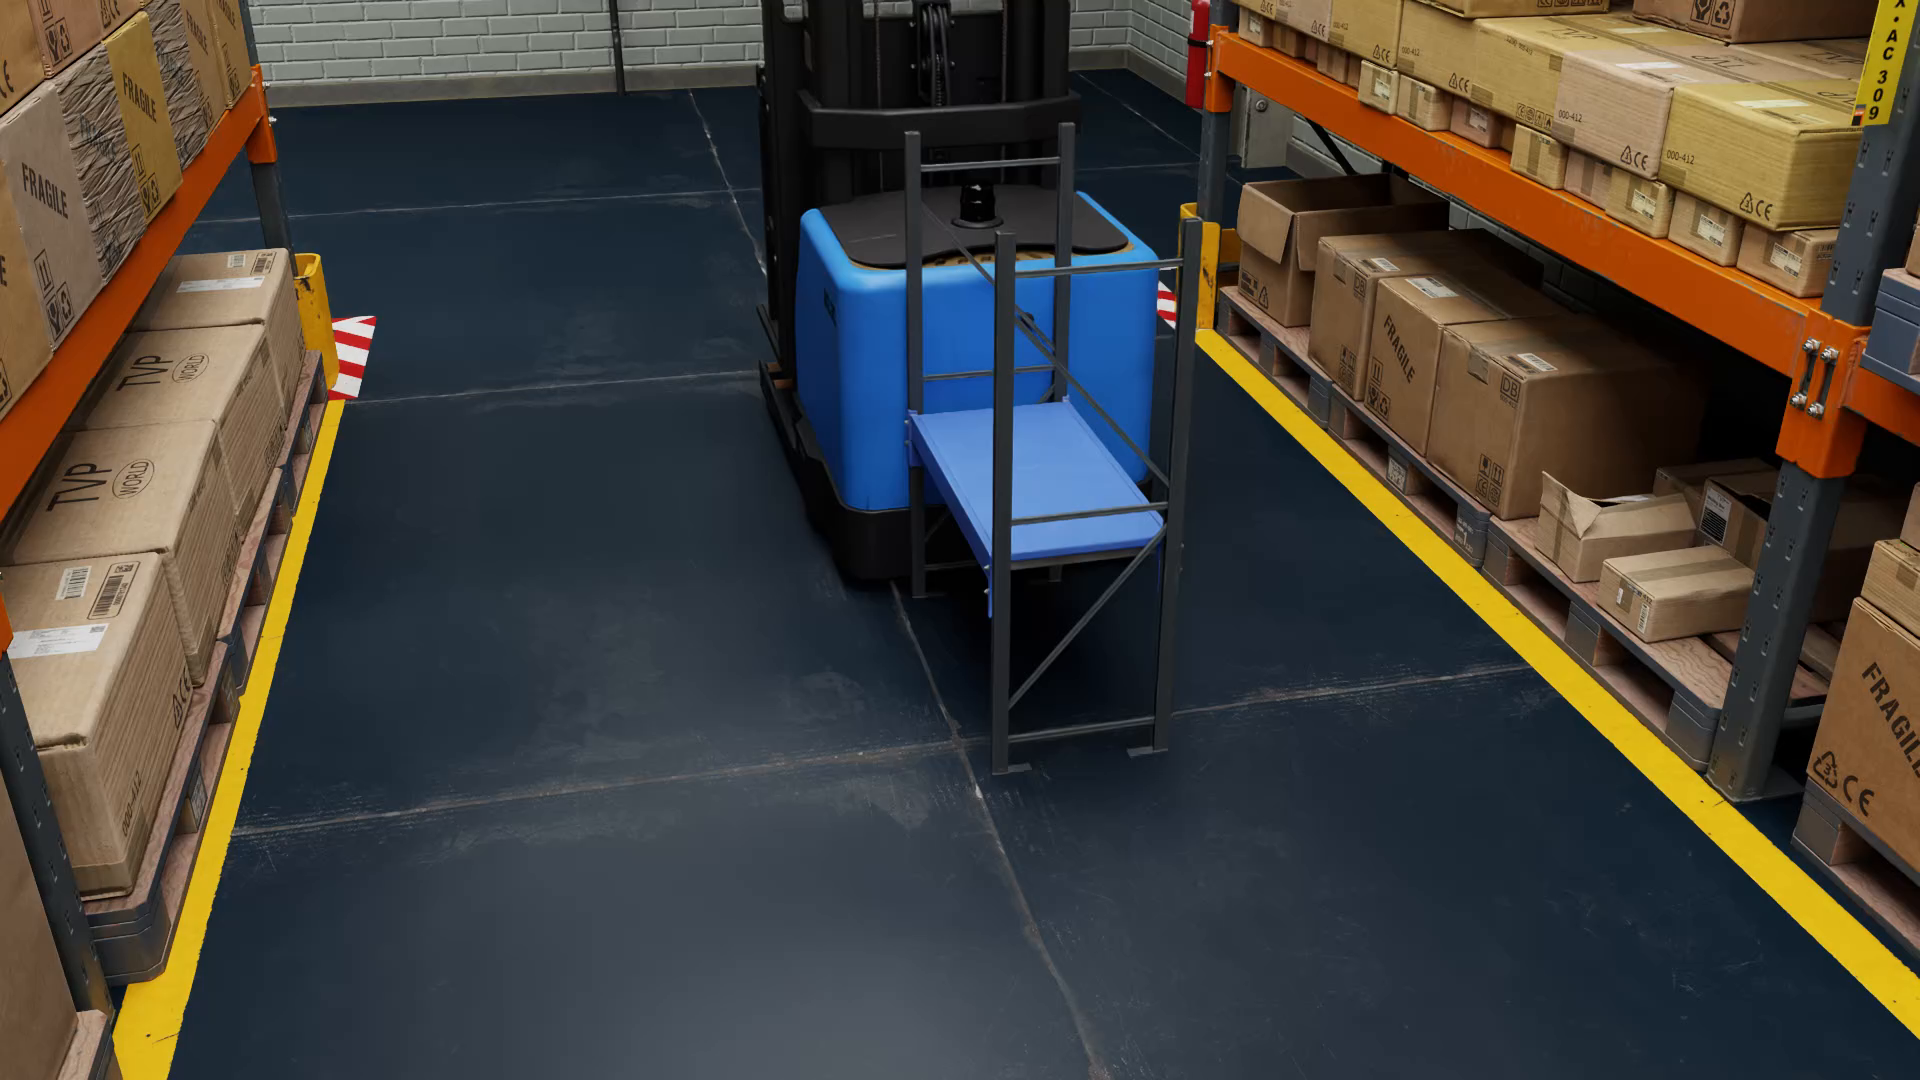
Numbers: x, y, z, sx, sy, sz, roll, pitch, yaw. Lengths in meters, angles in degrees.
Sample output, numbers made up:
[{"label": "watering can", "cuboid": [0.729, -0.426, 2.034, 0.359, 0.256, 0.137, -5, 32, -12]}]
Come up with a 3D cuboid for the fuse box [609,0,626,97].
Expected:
[{"label": "fuse box", "cuboid": [-2.450, -4.015, 11.806, 0.539, 1.711, 0.414, -6, 27, -12]}]

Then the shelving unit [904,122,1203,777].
[{"label": "shelving unit", "cuboid": [0.207, -0.286, 4.651, 0.538, 1.500, 1.048, -6, 27, -12]}]

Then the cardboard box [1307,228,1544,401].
[{"label": "cardboard box", "cuboid": [1.799, -0.888, 6.488, 0.700, 0.500, 0.500, -5, 27, -9]}]

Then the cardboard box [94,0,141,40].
[{"label": "cardboard box", "cuboid": [-2.529, -1.607, 4.384, 0.500, 0.500, 0.500, -6, 27, -12]}]

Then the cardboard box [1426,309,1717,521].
[{"label": "cardboard box", "cuboid": [2.033, -0.432, 5.585, 0.700, 0.500, 0.500, -7, 28, -14]}]

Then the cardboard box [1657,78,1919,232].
[{"label": "cardboard box", "cuboid": [2.148, -0.982, 4.204, 0.500, 0.250, 0.500, -5, 27, -10]}]

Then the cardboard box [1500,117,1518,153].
[{"label": "cardboard box", "cuboid": [1.954, -1.296, 5.267, 0.380, 0.149, 0.250, -6, 27, -11]}]

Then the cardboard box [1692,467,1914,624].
[{"label": "cardboard box", "cuboid": [2.582, -0.019, 4.976, 0.500, 0.311, 0.500, -5, 27, -10]}]

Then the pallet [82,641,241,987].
[{"label": "pallet", "cuboid": [-2.430, 0.691, 4.147, 1.003, 0.211, 1.213, -6, 27, -12]}]

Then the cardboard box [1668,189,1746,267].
[{"label": "cardboard box", "cuboid": [2.103, -0.832, 4.348, 0.380, 0.149, 0.250, -5, 27, -10]}]

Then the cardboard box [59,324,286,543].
[{"label": "cardboard box", "cuboid": [-2.776, -0.331, 5.455, 0.875, 0.438, 0.875, -5, 27, -10]}]

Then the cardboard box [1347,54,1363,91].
[{"label": "cardboard box", "cuboid": [1.664, -1.737, 6.142, 0.380, 0.149, 0.250, -6, 27, -11]}]

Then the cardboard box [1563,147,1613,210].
[{"label": "cardboard box", "cuboid": [1.988, -1.062, 4.803, 0.380, 0.149, 0.250, -5, 27, -10]}]

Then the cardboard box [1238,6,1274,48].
[{"label": "cardboard box", "cuboid": [1.406, -2.189, 7.038, 0.380, 0.149, 0.250, -6, 27, -12]}]

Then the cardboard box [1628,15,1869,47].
[{"label": "cardboard box", "cuboid": [2.418, -1.475, 5.179, 0.500, 0.250, 0.500, -5, 27, -10]}]

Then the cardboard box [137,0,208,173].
[{"label": "cardboard box", "cuboid": [-2.646, -1.381, 5.046, 0.500, 0.500, 0.500, -5, 27, -10]}]

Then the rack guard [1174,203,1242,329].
[{"label": "rack guard", "cuboid": [1.616, -1.324, 7.819, 1.175, 0.500, 0.348, -6, 27, -12]}]

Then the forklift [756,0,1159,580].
[{"label": "forklift", "cuboid": [-0.208, -1.825, 6.113, 1.130, 2.935, 3.031, -6, 27, -12]}]

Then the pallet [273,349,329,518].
[{"label": "pallet", "cuboid": [-2.980, -0.380, 6.269, 1.003, 0.211, 1.213, -6, 27, -12]}]

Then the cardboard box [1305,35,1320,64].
[{"label": "cardboard box", "cuboid": [1.601, -1.971, 6.604, 0.380, 0.149, 0.250, -6, 27, -12]}]

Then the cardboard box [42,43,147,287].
[{"label": "cardboard box", "cuboid": [-2.401, -0.930, 4.152, 0.500, 0.500, 0.500, -6, 27, -11]}]

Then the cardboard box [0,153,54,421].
[{"label": "cardboard box", "cuboid": [-2.185, -0.489, 3.280, 0.500, 0.500, 0.500, -5, 27, -10]}]

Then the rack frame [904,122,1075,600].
[{"label": "rack frame", "cuboid": [0.087, -0.508, 5.092, 0.500, 1.500, 0.032, -6, 27, -12]}]

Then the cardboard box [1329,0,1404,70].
[{"label": "cardboard box", "cuboid": [1.670, -1.870, 5.961, 0.500, 0.250, 0.500, -6, 27, -13]}]

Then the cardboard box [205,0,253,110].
[{"label": "cardboard box", "cuboid": [-2.870, -1.828, 5.931, 0.500, 0.500, 0.500, -6, 27, -11]}]

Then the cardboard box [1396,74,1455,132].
[{"label": "cardboard box", "cuboid": [1.727, -1.505, 5.682, 0.380, 0.149, 0.250, -5, 27, -10]}]

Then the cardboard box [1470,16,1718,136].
[{"label": "cardboard box", "cuboid": [1.921, -1.421, 5.073, 0.500, 0.250, 0.500, -6, 27, -12]}]

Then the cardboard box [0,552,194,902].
[{"label": "cardboard box", "cuboid": [-2.372, 0.458, 3.892, 0.875, 0.438, 0.875, -6, 27, -12]}]

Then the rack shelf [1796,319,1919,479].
[{"label": "rack shelf", "cuboid": [2.951, 0.481, 2.266, 1.077, 0.370, 4.000, -6, 27, -12]}]

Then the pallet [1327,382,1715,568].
[{"label": "pallet", "cuboid": [2.068, -0.311, 6.132, 1.003, 0.211, 1.213, -6, 27, -12]}]

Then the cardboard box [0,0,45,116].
[{"label": "cardboard box", "cuboid": [-2.314, -1.159, 3.497, 0.500, 0.500, 0.500, -6, 27, -12]}]

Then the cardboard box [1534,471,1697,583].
[{"label": "cardboard box", "cuboid": [2.008, -0.056, 5.100, 0.396, 0.266, 0.258, -5, 27, -10]}]

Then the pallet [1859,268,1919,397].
[{"label": "pallet", "cuboid": [2.574, -0.270, 3.169, 1.003, 0.211, 1.213, -6, 27, -12]}]

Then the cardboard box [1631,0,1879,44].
[{"label": "cardboard box", "cuboid": [2.424, -1.799, 4.990, 0.500, 0.500, 0.500, -7, 28, -13]}]

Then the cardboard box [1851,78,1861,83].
[{"label": "cardboard box", "cuboid": [2.652, -1.028, 4.295, 0.500, 0.250, 0.500, -6, 27, -12]}]

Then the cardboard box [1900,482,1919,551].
[{"label": "cardboard box", "cuboid": [2.381, -0.033, 3.745, 0.380, 0.149, 0.250, -6, 27, -12]}]

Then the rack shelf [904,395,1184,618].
[{"label": "rack shelf", "cuboid": [0.207, -0.125, 4.732, 0.538, 0.185, 1.000, -6, 27, -12]}]

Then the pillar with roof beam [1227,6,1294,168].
[{"label": "pillar with roof beam", "cuboid": [-2.325, -5.990, 7.631, 9.100, 9.000, 0.400, -6, 27, -12]}]

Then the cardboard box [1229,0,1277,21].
[{"label": "cardboard box", "cuboid": [1.439, -2.313, 6.840, 0.500, 0.250, 0.500, -6, 27, -11]}]

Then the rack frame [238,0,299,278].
[{"label": "rack frame", "cuboid": [-3.236, -1.968, 6.320, 1.000, 3.000, 0.127, -6, 27, -12]}]

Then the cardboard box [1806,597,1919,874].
[{"label": "cardboard box", "cuboid": [2.390, 0.446, 3.846, 0.500, 0.500, 0.500, -5, 27, -9]}]

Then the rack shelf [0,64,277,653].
[{"label": "rack shelf", "cuboid": [-2.785, -0.769, 4.743, 1.077, 0.370, 4.000, -6, 27, -12]}]

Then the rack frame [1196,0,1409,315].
[{"label": "rack frame", "cuboid": [1.599, -2.474, 7.322, 1.000, 3.000, 0.127, -6, 27, -12]}]
